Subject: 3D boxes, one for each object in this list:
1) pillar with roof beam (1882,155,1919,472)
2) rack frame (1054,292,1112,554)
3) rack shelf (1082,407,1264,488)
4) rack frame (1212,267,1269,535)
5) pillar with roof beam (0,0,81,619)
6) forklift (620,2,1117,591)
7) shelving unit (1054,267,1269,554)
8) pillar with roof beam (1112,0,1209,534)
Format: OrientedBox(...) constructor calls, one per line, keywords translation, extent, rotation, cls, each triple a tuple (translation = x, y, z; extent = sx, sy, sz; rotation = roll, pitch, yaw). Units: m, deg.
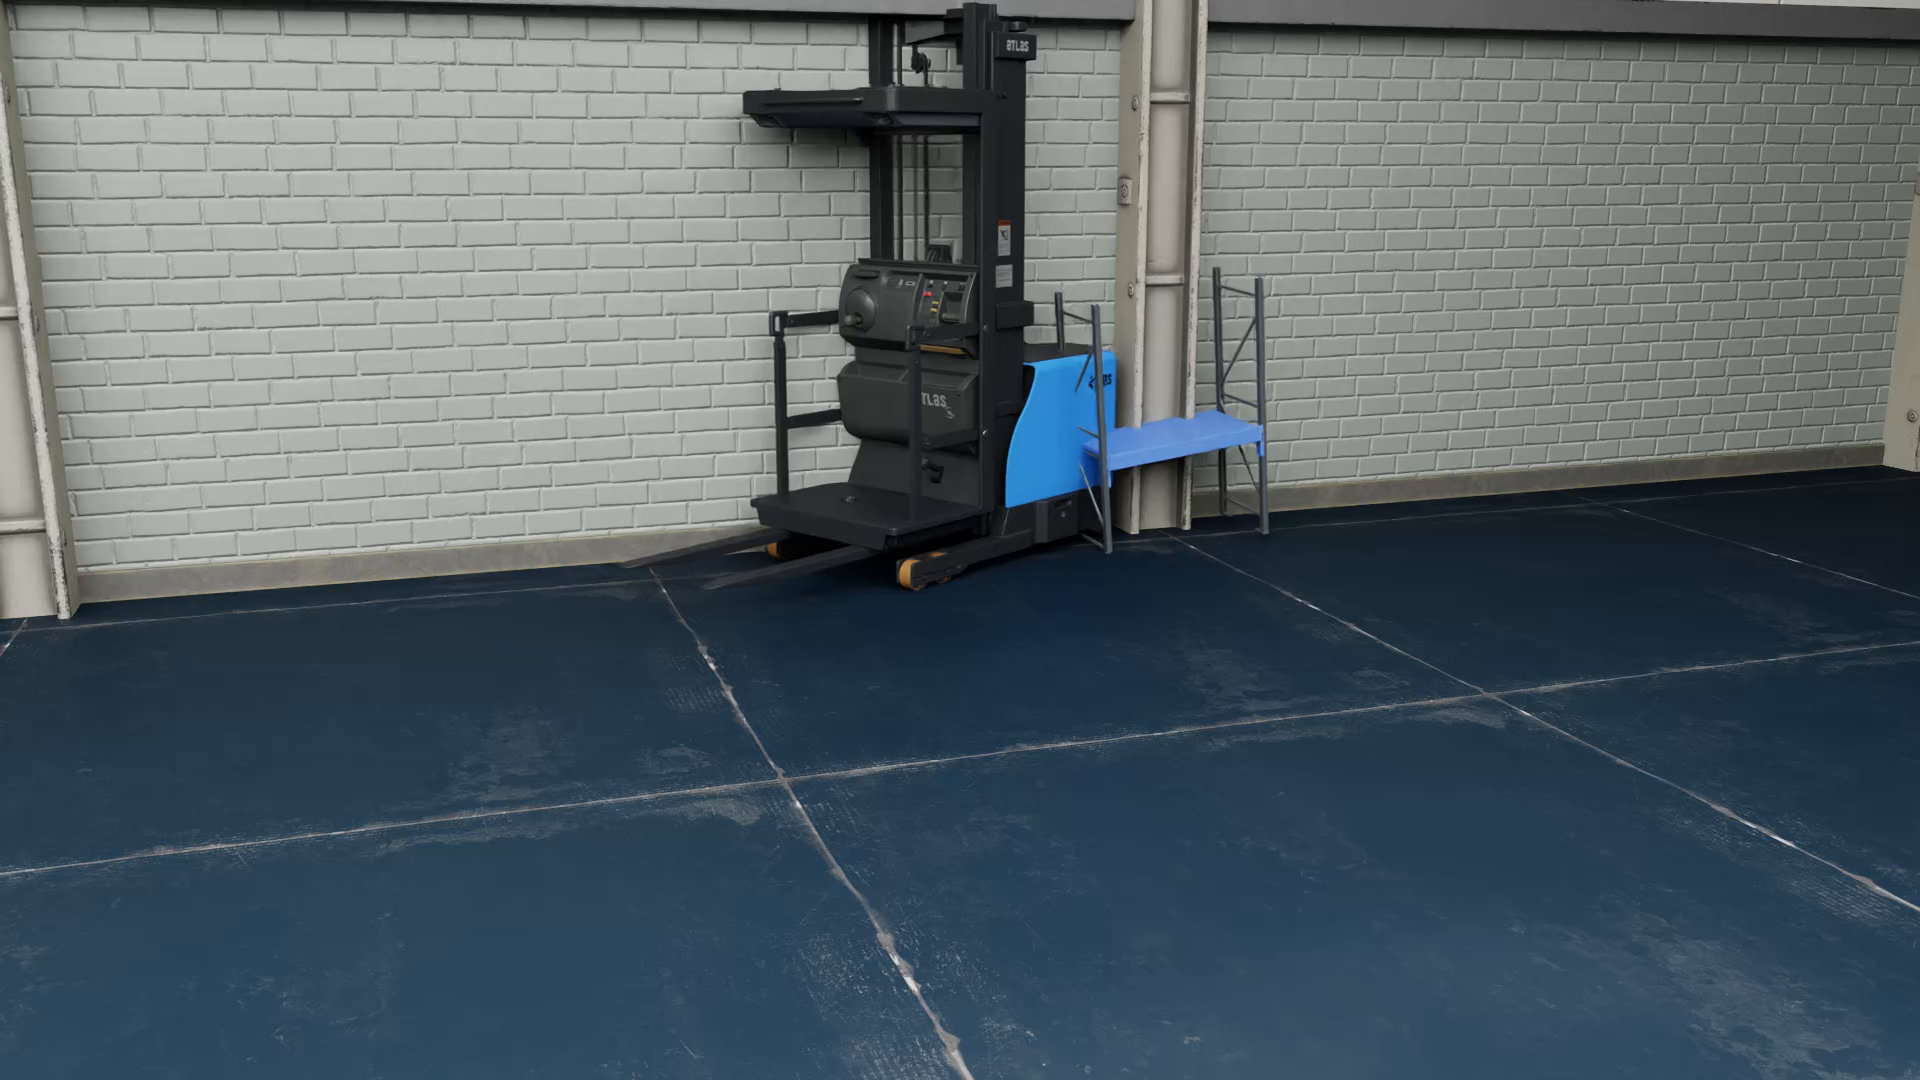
OrientedBox(translation=(8.204, -3.960, 6.847), extent=(0.400, 9.000, 9.100), rotation=(-4, 14, -18), cls="pillar with roof beam")
OrientedBox(translation=(0.694, -0.612, 9.323), extent=(0.032, 1.500, 0.500), rotation=(-12, 20, -20), cls="rack frame")
OrientedBox(translation=(1.176, -0.541, 9.554), extent=(1.000, 0.185, 0.538), rotation=(-12, 20, -20), cls="rack shelf")
OrientedBox(translation=(1.630, -0.809, 9.668), extent=(0.032, 1.500, 0.500), rotation=(-12, 20, -20), cls="rack frame")
OrientedBox(translation=(-3.170, -3.075, 3.123), extent=(0.400, 9.000, 9.100), rotation=(-4, 14, -18), cls="pillar with roof beam")
OrientedBox(translation=(-0.425, -1.296, 8.757), extent=(1.130, 2.935, 3.031), rotation=(11, 18, 40), cls="forklift")
OrientedBox(translation=(1.162, -0.711, 9.495), extent=(1.048, 1.500, 0.538), rotation=(-12, 20, -20), cls="shelving unit")
OrientedBox(translation=(2.517, -3.518, 4.985), extent=(0.400, 9.000, 9.100), rotation=(-4, 14, -18), cls="pillar with roof beam")
